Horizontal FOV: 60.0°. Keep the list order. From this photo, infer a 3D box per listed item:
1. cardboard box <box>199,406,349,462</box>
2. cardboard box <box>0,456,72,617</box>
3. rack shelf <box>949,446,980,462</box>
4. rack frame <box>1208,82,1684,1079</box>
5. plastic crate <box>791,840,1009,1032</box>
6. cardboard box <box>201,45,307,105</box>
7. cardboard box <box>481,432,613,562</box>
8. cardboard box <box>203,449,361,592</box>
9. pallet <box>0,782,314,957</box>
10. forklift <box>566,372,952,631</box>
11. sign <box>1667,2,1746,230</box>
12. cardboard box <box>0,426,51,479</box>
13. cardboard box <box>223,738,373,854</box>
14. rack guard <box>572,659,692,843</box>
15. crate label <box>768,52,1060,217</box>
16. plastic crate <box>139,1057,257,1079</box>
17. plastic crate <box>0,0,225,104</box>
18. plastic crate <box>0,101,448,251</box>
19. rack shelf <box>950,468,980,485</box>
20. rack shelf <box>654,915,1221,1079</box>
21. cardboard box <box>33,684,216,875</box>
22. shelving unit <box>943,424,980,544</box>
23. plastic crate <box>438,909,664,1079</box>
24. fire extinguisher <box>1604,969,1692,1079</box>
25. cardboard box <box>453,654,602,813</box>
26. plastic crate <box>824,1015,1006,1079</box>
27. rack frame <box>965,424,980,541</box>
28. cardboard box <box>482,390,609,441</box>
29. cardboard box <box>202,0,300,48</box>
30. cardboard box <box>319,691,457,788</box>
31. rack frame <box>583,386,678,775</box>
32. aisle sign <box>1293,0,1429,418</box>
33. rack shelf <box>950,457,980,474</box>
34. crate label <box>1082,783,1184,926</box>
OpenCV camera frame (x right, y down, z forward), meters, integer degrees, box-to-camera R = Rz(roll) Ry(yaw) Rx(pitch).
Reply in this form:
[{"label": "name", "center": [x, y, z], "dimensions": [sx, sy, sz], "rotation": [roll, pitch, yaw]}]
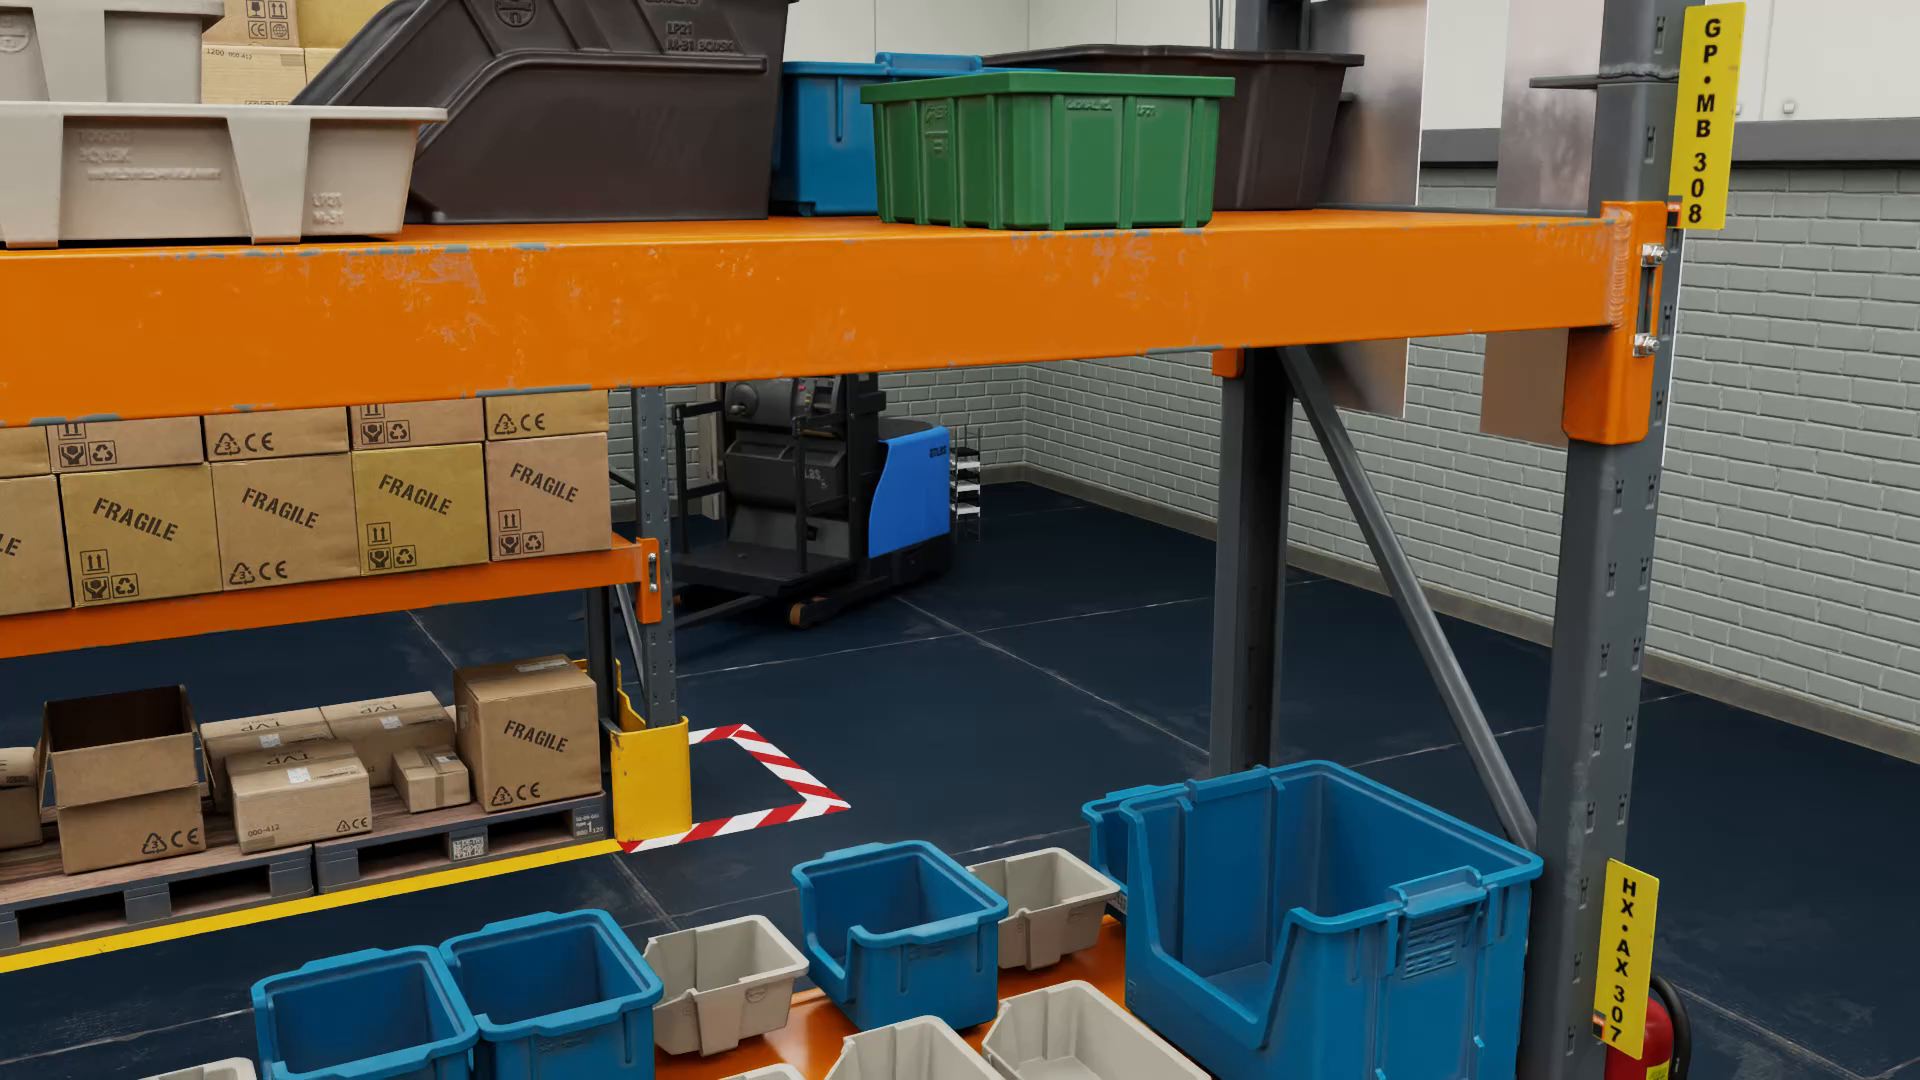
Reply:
[{"label": "cardboard box", "center": [-2.689, -0.606, 6.463], "dimensions": [0.500, 0.500, 0.500], "rotation": [-6, 14, -26]}, {"label": "cardboard box", "center": [-3.579, -0.013, 6.109], "dimensions": [0.500, 0.500, 0.500], "rotation": [-7, 14, -28]}, {"label": "rack shelf", "center": [0.007, -0.671, 12.962], "dimensions": [0.200, 0.077, 0.258], "rotation": [-7, 14, -28]}, {"label": "rack frame", "center": [0.836, 0.677, 3.267], "dimensions": [0.127, 3.000, 1.000], "rotation": [-7, 14, -28]}, {"label": "plastic crate", "center": [-0.117, 0.762, 3.138], "dimensions": [0.300, 0.233, 0.416], "rotation": [-7, 14, -28]}, {"label": "cardboard box", "center": [-2.743, -1.704, 6.220], "dimensions": [0.500, 0.250, 0.500], "rotation": [-7, 14, -28]}, {"label": "cardboard box", "center": [-1.797, -0.227, 7.057], "dimensions": [0.500, 0.500, 0.500], "rotation": [-6, 14, -26]}, {"label": "cardboard box", "center": [-2.691, -0.120, 6.583], "dimensions": [0.500, 0.500, 0.500], "rotation": [-7, 14, -27]}, {"label": "pallet", "center": [-3.370, 1.303, 6.841], "dimensions": [1.213, 0.211, 1.003], "rotation": [-7, 14, -28]}, {"label": "forklift", "center": [-1.276, -0.979, 10.784], "dimensions": [1.130, 2.935, 3.031], "rotation": [8, 15, 32]}, {"label": "sign", "center": [1.113, -0.631, 2.486], "dimensions": [0.005, 0.325, 0.100], "rotation": [-7, 14, -28]}, {"label": "cardboard box", "center": [-3.593, -0.497, 5.981], "dimensions": [0.500, 0.500, 0.500], "rotation": [-7, 15, -30]}, {"label": "cardboard box", "center": [-2.742, 1.048, 6.881], "dimensions": [0.500, 0.250, 0.500], "rotation": [-7, 14, -28]}, {"label": "rack guard", "center": [-1.601, 0.950, 7.749], "dimensions": [0.348, 0.500, 1.175], "rotation": [-7, 14, -28]}, {"label": "crate label", "center": [-0.129, -0.679, 2.799], "dimensions": [0.502, 0.251, 0.408], "rotation": [-7, 14, -28]}, {"label": "plastic crate", "center": [-1.291, 0.957, 2.491], "dimensions": [0.466, 0.136, 0.293], "rotation": [-7, 14, -28]}, {"label": "plastic crate", "center": [-1.258, -0.554, 2.179], "dimensions": [0.530, 0.282, 0.437], "rotation": [-7, 14, -28]}, {"label": "plastic crate", "center": [-0.859, -0.392, 1.788], "dimensions": [0.530, 0.136, 0.437], "rotation": [-7, 14, -28]}, {"label": "rack shelf", "center": [0.007, -0.495, 13.002], "dimensions": [0.200, 0.077, 0.258], "rotation": [-7, 14, -28]}, {"label": "rack shelf", "center": [-0.920, 1.239, 2.411], "dimensions": [4.000, 0.370, 1.077], "rotation": [-7, 14, -28]}, {"label": "cardboard box", "center": [-3.399, 0.948, 6.749], "dimensions": [0.637, 0.503, 0.797], "rotation": [-7, 14, -28]}, {"label": "shelving unit", "center": [0.007, -0.440, 13.014], "dimensions": [0.210, 0.900, 0.258], "rotation": [-7, 14, -28]}, {"label": "plastic crate", "center": [-0.695, 0.831, 2.830], "dimensions": [0.300, 0.233, 0.416], "rotation": [-7, 14, -28]}, {"label": "fire extinguisher", "center": [1.186, 0.969, 2.998], "dimensions": [0.183, 0.674, 0.296], "rotation": [-7, 14, -28]}, {"label": "cardboard box", "center": [-1.894, 0.832, 7.272], "dimensions": [0.500, 0.500, 0.500], "rotation": [-7, 14, -28]}, {"label": "plastic crate", "center": [-0.055, 0.925, 2.630], "dimensions": [0.243, 0.136, 0.396], "rotation": [-7, 14, -28]}, {"label": "rack frame", "center": [0.096, -0.451, 13.062], "dimensions": [0.006, 0.900, 0.240], "rotation": [-7, 14, -28]}, {"label": "cardboard box", "center": [-1.793, -0.714, 6.946], "dimensions": [0.500, 0.500, 0.500], "rotation": [-7, 14, -28]}, {"label": "cardboard box", "center": [-2.845, -2.111, 6.320], "dimensions": [0.500, 0.500, 0.700], "rotation": [-7, 14, -28]}, {"label": "cardboard box", "center": [-2.587, 0.904, 7.519], "dimensions": [0.500, 0.250, 0.500], "rotation": [-7, 14, -28]}, {"label": "rack frame", "center": [-1.535, -0.278, 7.511], "dimensions": [0.127, 3.000, 1.000], "rotation": [-7, 14, -28]}, {"label": "aisle sign", "center": [0.756, -0.656, 3.270], "dimensions": [0.004, 0.787, 0.394], "rotation": [-7, 14, -28]}, {"label": "rack shelf", "center": [0.007, -0.583, 12.982], "dimensions": [0.200, 0.077, 0.258], "rotation": [-7, 14, -28]}, {"label": "crate label", "center": [0.461, 0.692, 3.445], "dimensions": [0.303, 0.233, 0.416], "rotation": [-7, 14, -28]}]
